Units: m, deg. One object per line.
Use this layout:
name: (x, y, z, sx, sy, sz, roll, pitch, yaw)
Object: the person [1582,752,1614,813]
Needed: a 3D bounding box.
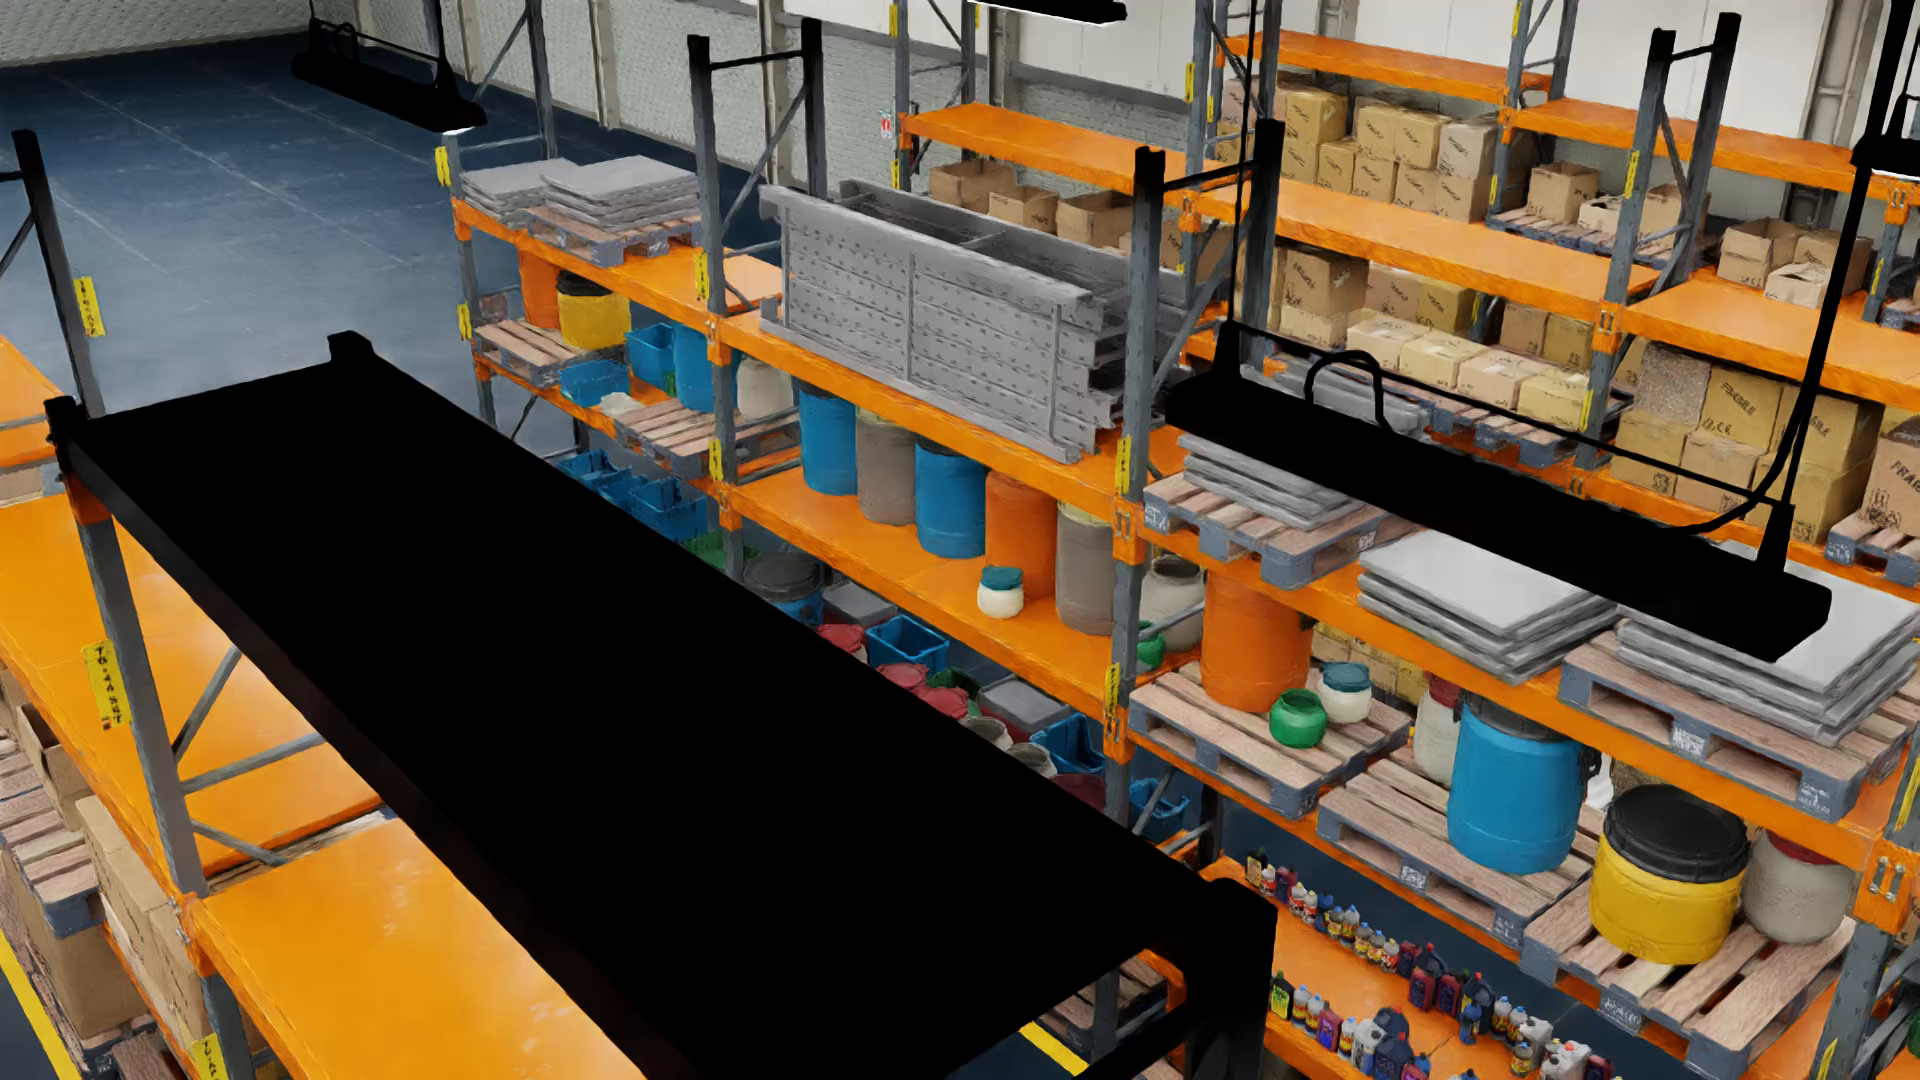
person: (4.541, 1.832, 12.013, 0.579, 1.634, 0.929, -20, 33, -34)
